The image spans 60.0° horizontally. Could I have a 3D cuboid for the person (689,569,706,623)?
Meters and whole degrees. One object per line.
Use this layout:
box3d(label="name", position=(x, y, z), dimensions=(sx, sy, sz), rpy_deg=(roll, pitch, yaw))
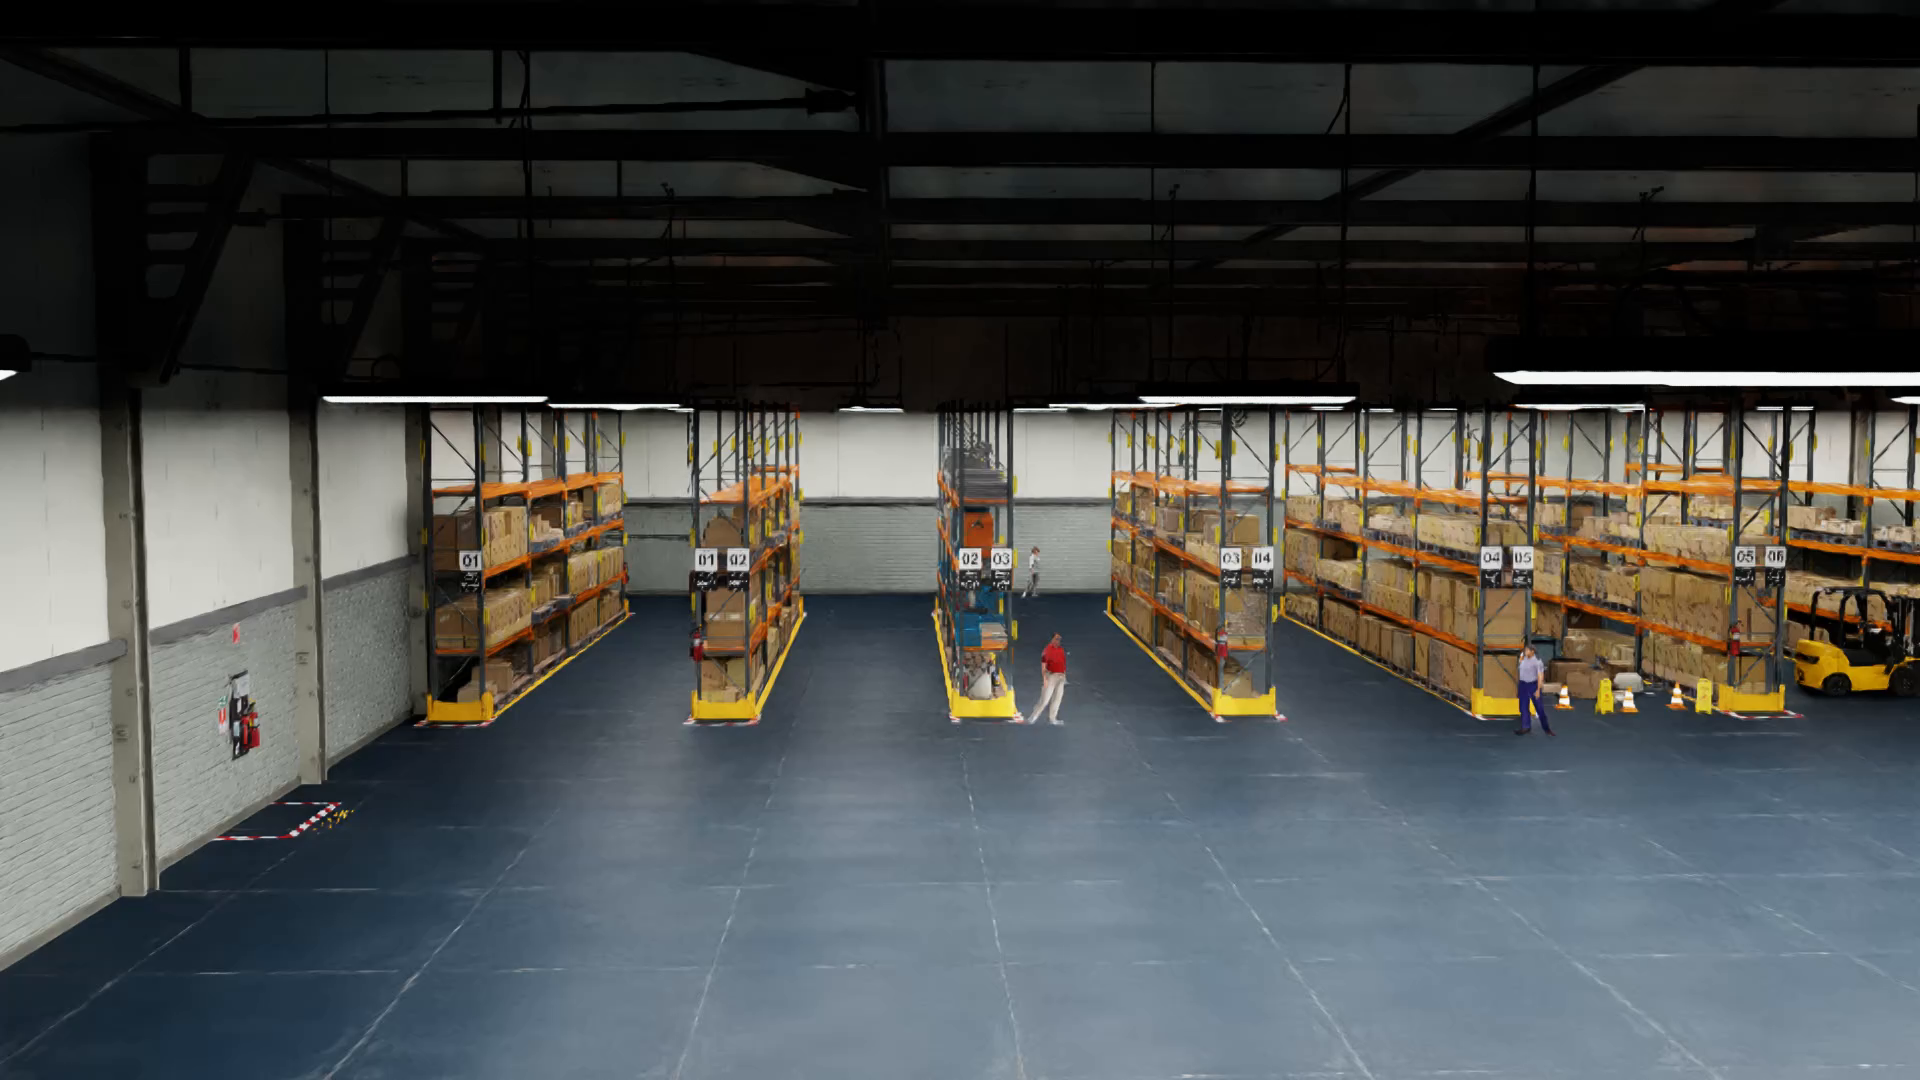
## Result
box3d(label="person", position=(-7.148, 1.399, 45.535), dimensions=(0.588, 1.700, 1.193), rpy_deg=(0, 4, -4))

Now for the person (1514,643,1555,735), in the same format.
box3d(label="person", position=(10.276, 2.660, 29.678), dimensions=(0.469, 1.644, 0.686), rpy_deg=(-2, 5, -29))

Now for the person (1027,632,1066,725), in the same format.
box3d(label="person", position=(1.608, 2.547, 30.542), dimensions=(0.736, 1.719, 0.545), rpy_deg=(-4, 6, -42))

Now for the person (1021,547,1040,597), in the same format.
box3d(label="person", position=(2.210, 1.000, 51.844), dimensions=(0.457, 1.589, 0.595), rpy_deg=(4, 6, 39))
